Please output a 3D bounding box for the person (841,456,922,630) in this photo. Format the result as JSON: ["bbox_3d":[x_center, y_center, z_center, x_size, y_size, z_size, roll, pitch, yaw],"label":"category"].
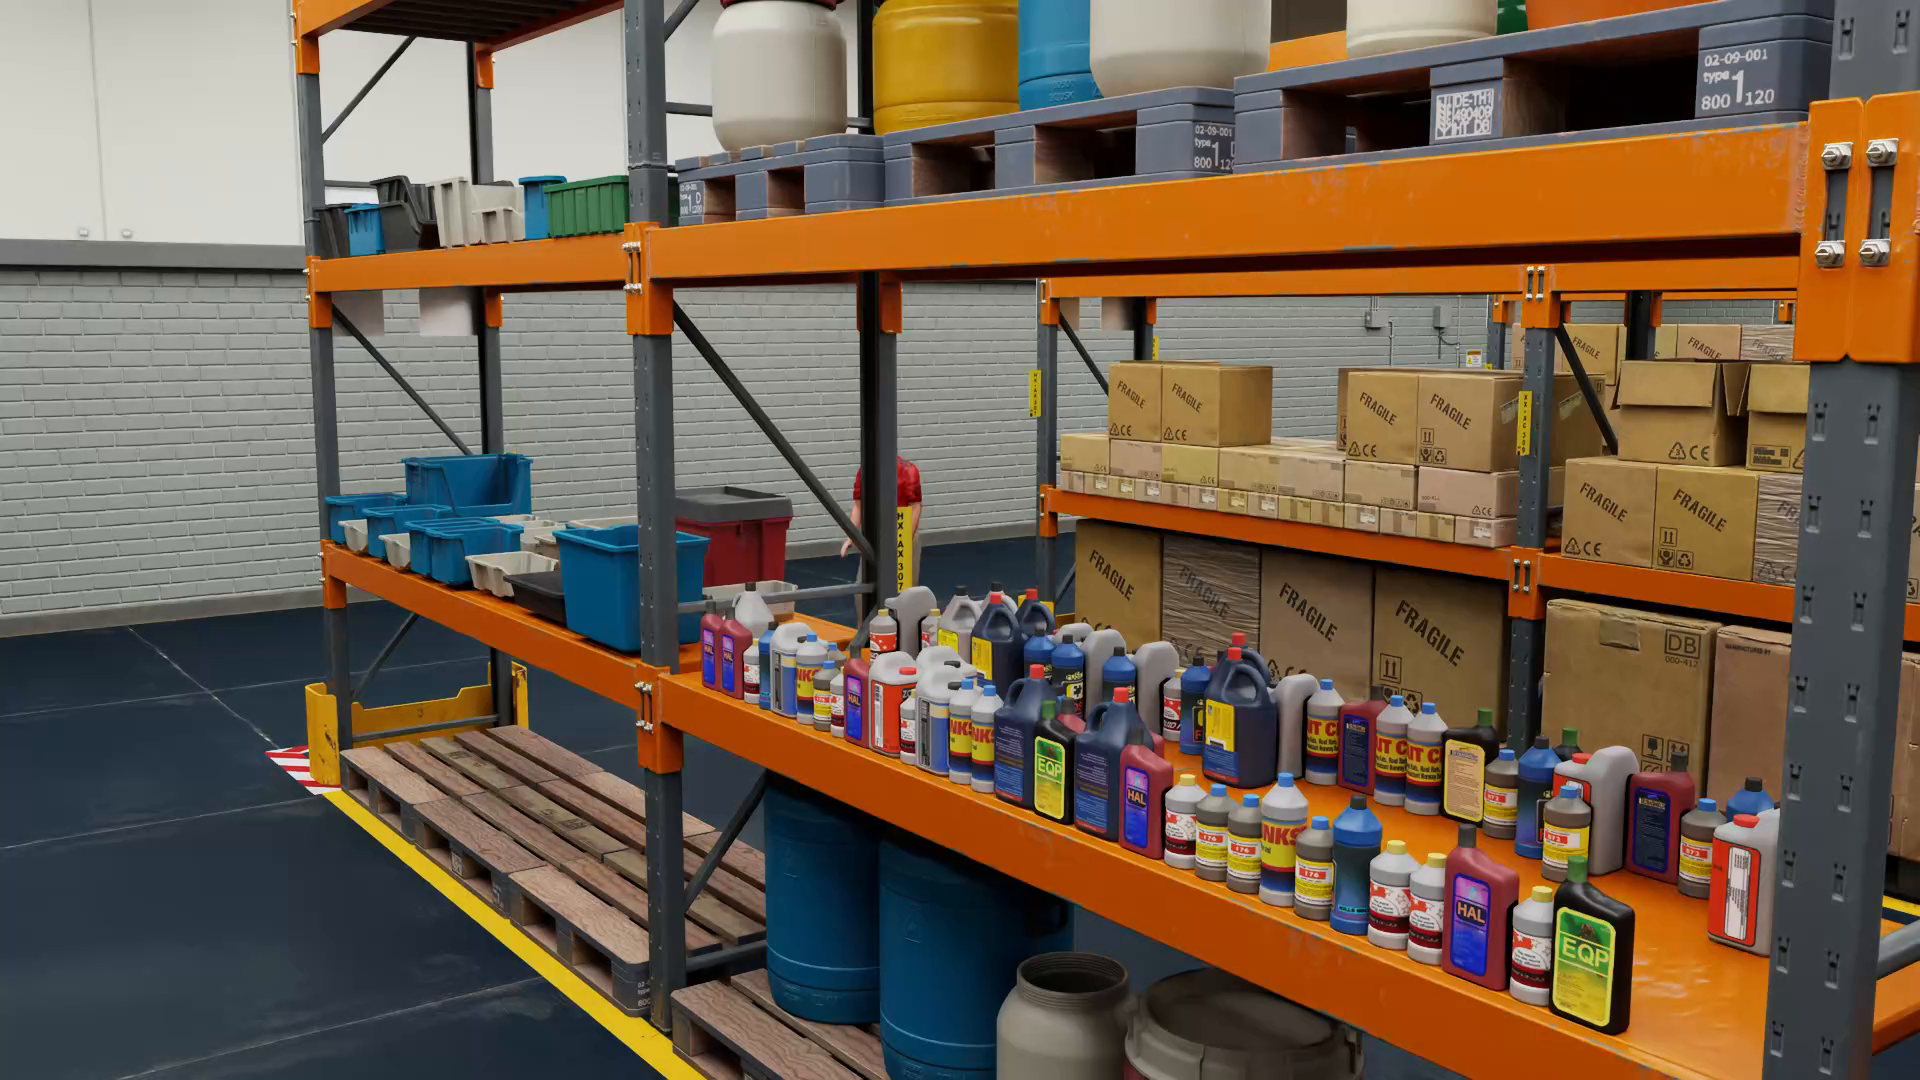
[{"bbox_3d":[-0.555,0.087,11.815,0.580,1.762,0.536,5,9,31],"label":"person"}]
